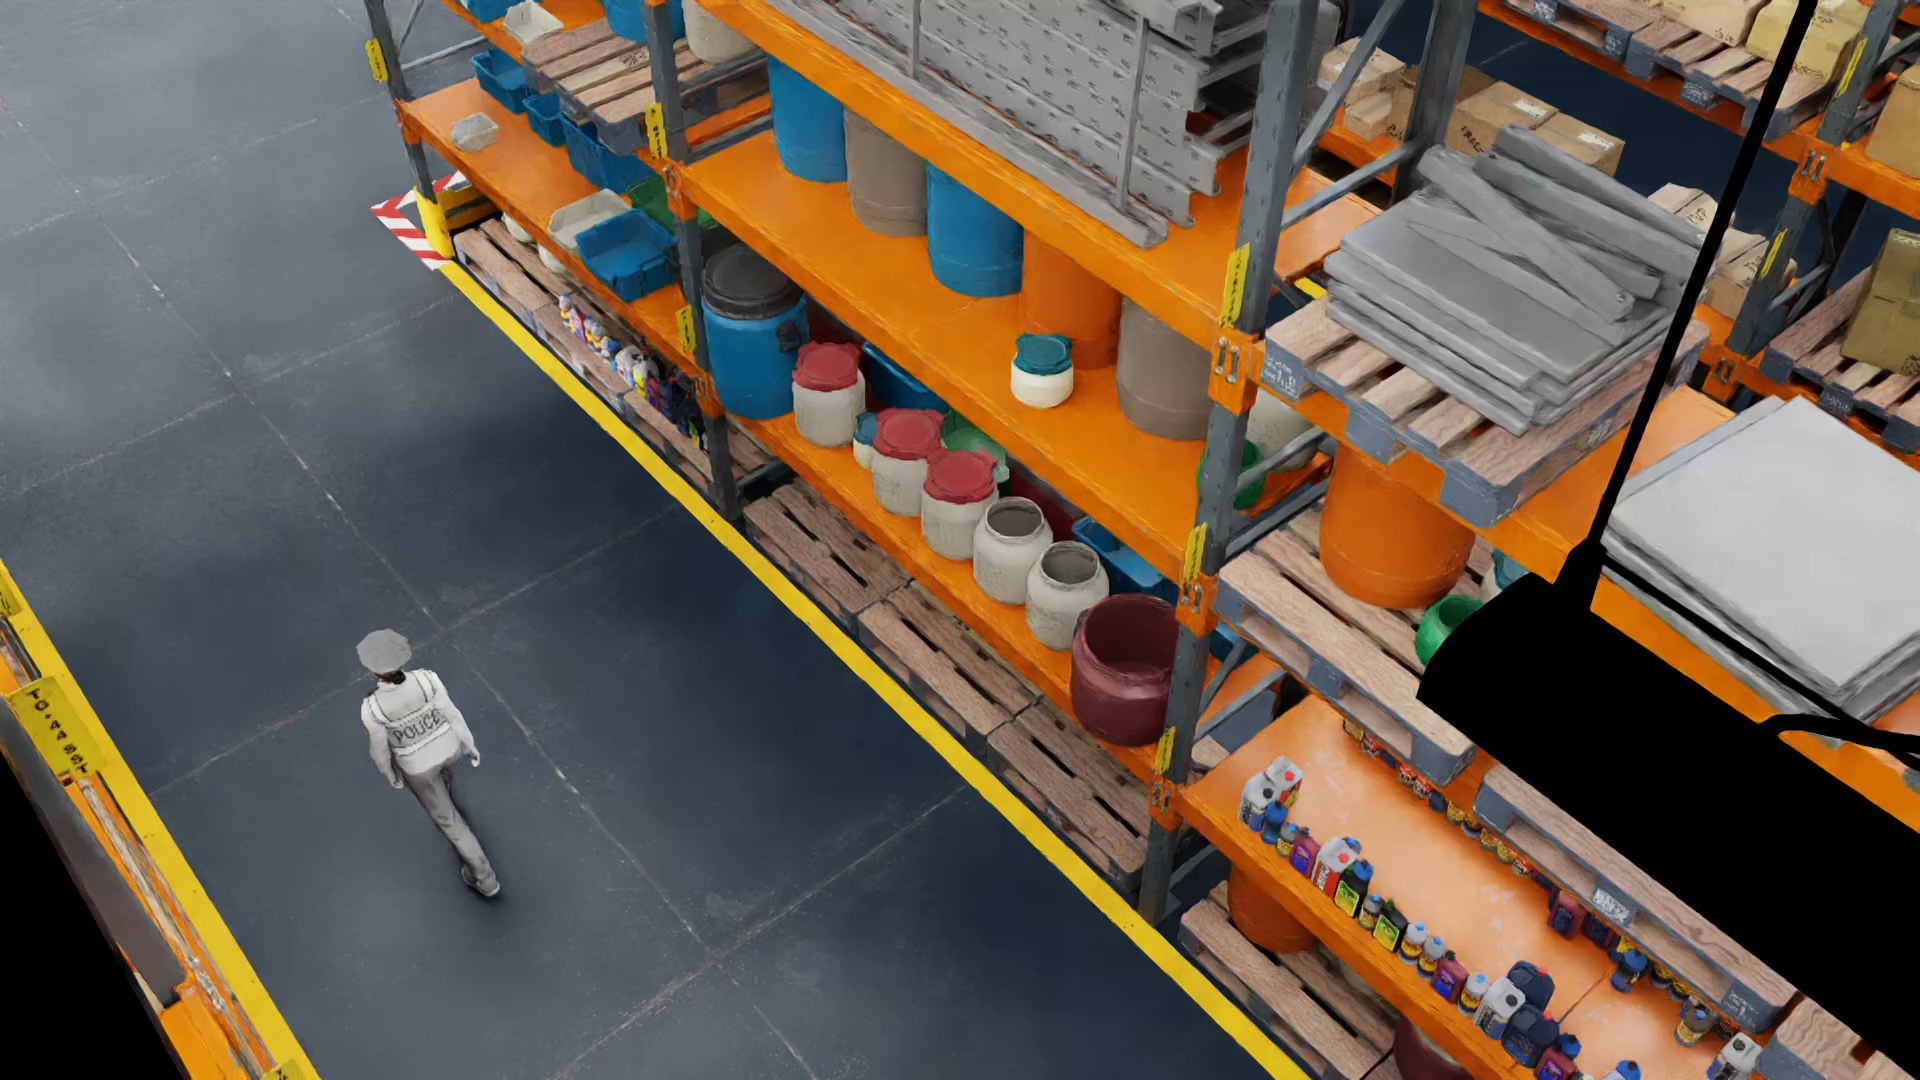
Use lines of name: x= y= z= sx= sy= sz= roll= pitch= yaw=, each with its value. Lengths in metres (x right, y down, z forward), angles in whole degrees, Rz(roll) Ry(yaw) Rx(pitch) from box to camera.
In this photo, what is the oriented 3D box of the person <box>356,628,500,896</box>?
person: x=-2.863 y=1.104 z=8.812 sx=0.488 sy=1.590 sz=1.089 roll=-34 pitch=55 yaw=-28
